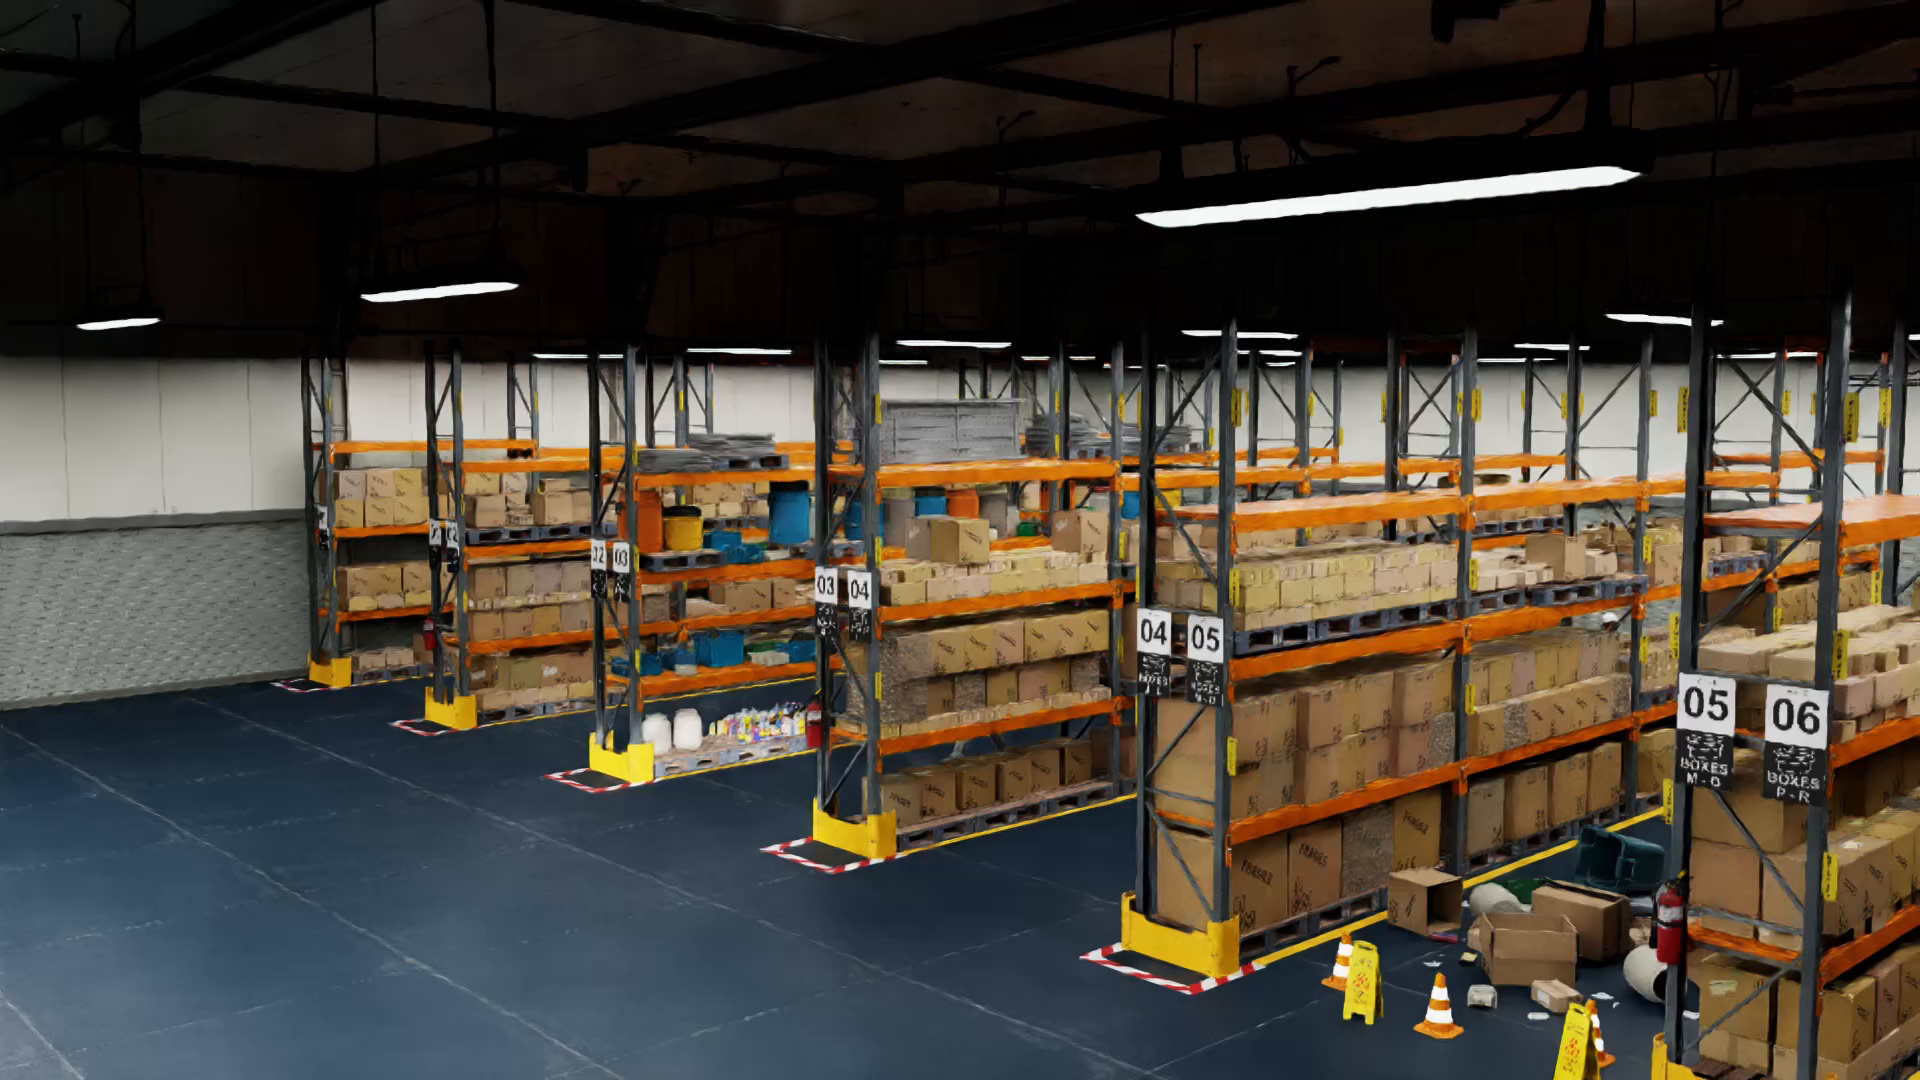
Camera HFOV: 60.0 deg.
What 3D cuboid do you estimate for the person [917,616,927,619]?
[{"bbox_3d":[-0.734,1.667,30.244,1.111,1.646,0.540,-5,7,-45],"label":"person"}]

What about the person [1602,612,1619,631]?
[{"bbox_3d":[10.064,2.001,25.716,0.463,1.782,0.598,2,6,24],"label":"person"}]

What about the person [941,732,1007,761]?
[{"bbox_3d":[0.245,2.325,23.054,0.994,1.594,0.479,-3,6,-33],"label":"person"}]
